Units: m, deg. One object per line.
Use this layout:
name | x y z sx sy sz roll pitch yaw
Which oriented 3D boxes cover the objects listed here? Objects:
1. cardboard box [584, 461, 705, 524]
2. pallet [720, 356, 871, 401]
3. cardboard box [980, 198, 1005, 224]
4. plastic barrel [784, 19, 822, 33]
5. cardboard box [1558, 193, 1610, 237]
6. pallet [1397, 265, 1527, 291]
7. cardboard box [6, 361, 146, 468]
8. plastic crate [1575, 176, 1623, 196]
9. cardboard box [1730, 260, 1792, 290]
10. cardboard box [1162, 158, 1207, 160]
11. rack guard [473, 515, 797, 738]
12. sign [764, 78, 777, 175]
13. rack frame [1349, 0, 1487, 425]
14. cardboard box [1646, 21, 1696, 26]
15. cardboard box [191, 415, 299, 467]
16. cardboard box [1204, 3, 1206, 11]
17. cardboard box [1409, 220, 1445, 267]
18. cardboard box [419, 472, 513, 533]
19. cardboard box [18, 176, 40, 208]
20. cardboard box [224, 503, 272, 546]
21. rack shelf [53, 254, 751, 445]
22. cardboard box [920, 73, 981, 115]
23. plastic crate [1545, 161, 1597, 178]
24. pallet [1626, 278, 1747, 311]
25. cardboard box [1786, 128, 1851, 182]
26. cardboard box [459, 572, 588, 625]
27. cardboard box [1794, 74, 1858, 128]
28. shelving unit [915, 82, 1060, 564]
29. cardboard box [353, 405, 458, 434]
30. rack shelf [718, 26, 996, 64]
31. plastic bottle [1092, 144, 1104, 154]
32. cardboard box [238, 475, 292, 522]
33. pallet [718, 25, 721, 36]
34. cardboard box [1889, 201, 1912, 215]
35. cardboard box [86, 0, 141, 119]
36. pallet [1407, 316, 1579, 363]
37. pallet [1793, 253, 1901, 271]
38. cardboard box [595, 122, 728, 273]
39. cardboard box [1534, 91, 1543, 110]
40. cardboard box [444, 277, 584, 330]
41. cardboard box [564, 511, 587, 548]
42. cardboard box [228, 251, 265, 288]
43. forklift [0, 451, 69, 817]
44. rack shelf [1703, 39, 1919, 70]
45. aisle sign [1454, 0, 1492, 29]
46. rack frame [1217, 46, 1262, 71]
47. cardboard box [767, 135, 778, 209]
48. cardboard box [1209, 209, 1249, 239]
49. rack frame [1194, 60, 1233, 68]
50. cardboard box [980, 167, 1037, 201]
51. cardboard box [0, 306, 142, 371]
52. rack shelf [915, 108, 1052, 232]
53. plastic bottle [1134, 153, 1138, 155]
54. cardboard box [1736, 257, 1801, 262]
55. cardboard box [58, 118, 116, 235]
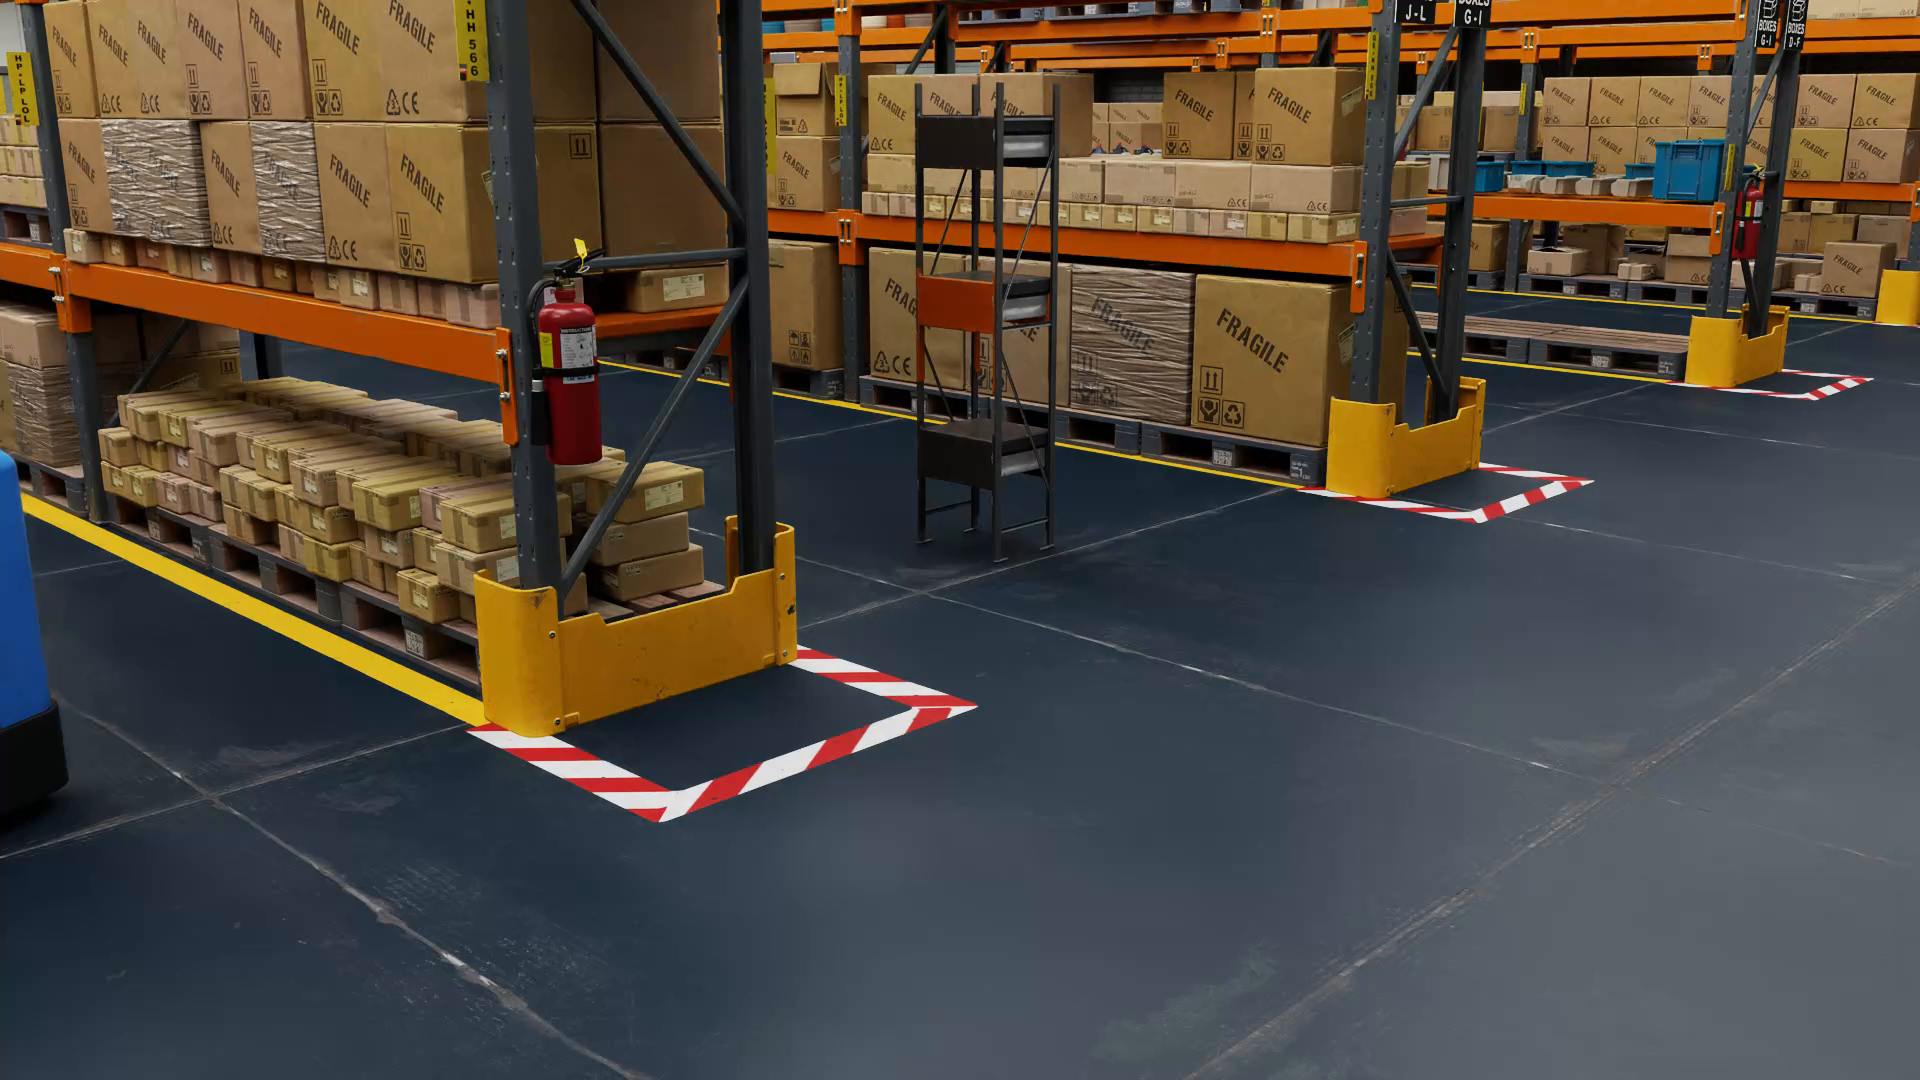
cardboard box | -1.198 -0.184 6.331 0.250 0.149 0.380 13 19 40
pallet | -1.029 -1.274 12.403 1.213 0.211 1.003 14 20 42
cardboard box | 0.315 -2.086 10.486 0.250 0.149 0.380 13 20 41
plastic barrel | -1.755 -6.331 19.338 0.600 0.901 0.600 0 15 0
cardboard box | 8.693 -4.607 23.096 0.750 0.750 0.750 -14 20 -43
pallet | 5.846 -3.085 19.355 1.213 0.211 1.003 14 20 42
cardboard box | -4.644 -0.697 8.782 0.500 0.500 0.500 13 20 41
plastic crate | 4.985 -2.766 13.001 0.243 0.136 0.396 14 20 42
cardboard box | 8.112 -2.704 16.941 0.500 0.250 0.500 14 20 42
cardboard box | 1.562 -2.185 10.075 0.500 0.250 0.500 13 19 40
rack guard | -1.112 0.277 5.877 0.348 0.500 1.175 14 20 42
sign | -0.681 -1.437 5.780 0.005 0.325 0.100 14 20 42
rack frame | 2.458 -1.802 8.898 0.127 3.000 1.000 14 20 42
cardboard box | 7.352 -5.372 16.950 0.500 0.250 0.500 14 20 42
cardboard box | -3.129 -0.438 7.305 0.380 0.149 0.250 -14 20 -43
cardboard box | 3.212 -6.651 21.024 0.500 0.250 0.500 12 19 38
cardboard box | 5.553 -3.425 19.213 0.500 0.500 0.500 14 20 42
cardboard box | -1.755 -0.132 6.130 0.380 0.149 0.250 -14 20 -43
cardboard box | -4.548 -1.780 8.479 0.250 0.149 0.380 14 20 43
cardboard box | -2.935 -0.101 7.193 0.250 0.149 0.380 13 19 41
rack shelf | -2.497 -0.921 6.945 4.000 0.370 1.077 14 20 42
cardboard box | 0.095 -2.718 10.636 0.500 0.500 0.500 14 20 42
plastic crate | 4.999 -2.982 13.642 0.300 0.233 0.416 14 20 42
pallet | 7.834 -2.616 17.554 1.213 0.211 1.003 14 20 42
cardboard box | 8.450 -3.767 16.241 0.500 0.500 0.500 14 20 43
cardboard box | -1.581 0.203 6.026 0.250 0.149 0.380 14 20 43
cardboard box | 8.462 -4.248 16.104 0.500 0.500 0.500 -14 20 -43
shelving unit | 0.119 -0.987 7.556 0.503 2.100 0.431 14 20 42
cardboard box | -2.510 -0.501 7.547 0.250 0.149 0.380 13 19 40
rack shelf | -1.303 -5.554 18.778 4.000 0.370 1.077 14 20 42
plastic bottle | 1.335 -3.671 16.171 0.185 0.351 0.144 14 20 42
cardboard box | -2.781 -0.198 6.973 0.250 0.149 0.380 14 20 43
pallet | -3.330 -6.270 20.471 1.003 0.211 1.213 14 20 42
cardboard box | 11.699 -4.102 20.565 0.250 0.149 0.380 14 20 43
cardboard box | -3.397 -2.084 7.211 0.500 0.500 0.500 13 19 41
pallet | 4.455 -1.716 14.101 1.213 0.211 1.003 14 20 42
pallet | 11.269 -3.489 20.904 1.213 0.211 1.003 14 20 42
cardboard box | -1.189 -1.240 5.955 0.500 0.500 0.500 -13 20 -42
cardboard box | 8.284 -6.069 22.960 0.500 0.250 0.500 13 20 41
cardboard box | -1.488 -0.803 5.565 0.250 0.149 0.380 14 20 42
cardboard box | -1.414 -0.083 6.534 0.250 0.149 0.380 14 20 42
cardboard box | -2.753 -1.129 6.813 0.380 0.149 0.250 -14 20 -42
forklift | -4.201 -0.629 4.532 3.031 2.935 1.130 4 15 16
rack shelf | 11.333 -5.953 20.306 4.000 0.370 1.077 14 20 42
aisle sign | 2.718 -3.102 8.731 0.004 0.787 0.394 14 20 42
rack frame | 3.578 -4.999 21.170 0.127 3.000 1.000 14 20 42
cardboard box | -1.299 -2.670 12.034 0.500 0.500 0.500 -14 20 -42
cardboard box | 1.604 -1.772 9.284 0.250 0.149 0.380 14 20 42
rack frame | 4.134 -6.599 27.310 0.127 3.000 1.000 14 20 42
cardboard box | 0.467 -2.266 10.387 0.500 0.250 0.500 -14 20 -43
cardboard box | -4.648 -1.060 8.690 0.500 0.250 0.500 13 19 41
rack shelf | 0.119 -1.651 7.383 0.480 0.518 0.431 14 20 42
plastic bottle | 1.692 -3.591 16.021 0.097 0.271 0.097 0 15 0
cardboard box | 8.423 -2.803 17.323 0.500 0.250 0.500 14 20 42
cardboard box | -3.755 -1.679 7.640 0.500 0.500 0.500 13 20 41
